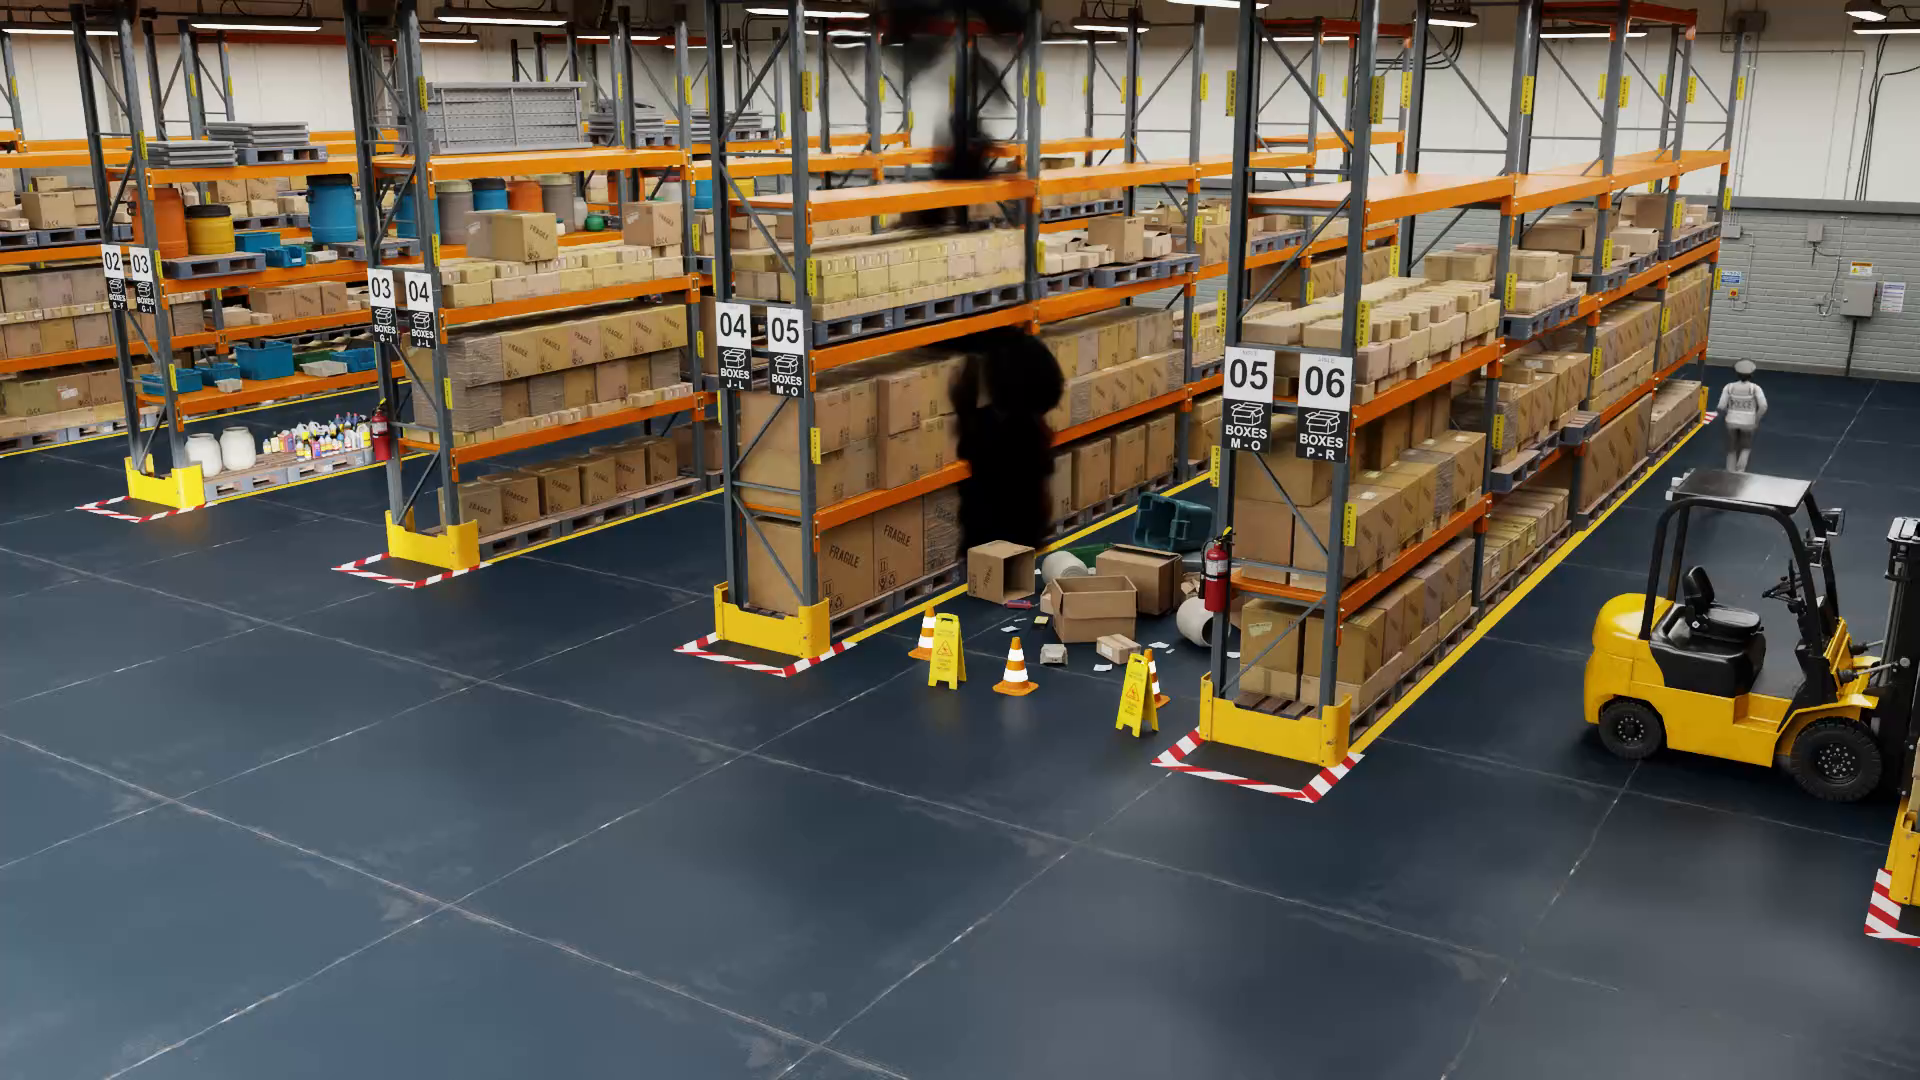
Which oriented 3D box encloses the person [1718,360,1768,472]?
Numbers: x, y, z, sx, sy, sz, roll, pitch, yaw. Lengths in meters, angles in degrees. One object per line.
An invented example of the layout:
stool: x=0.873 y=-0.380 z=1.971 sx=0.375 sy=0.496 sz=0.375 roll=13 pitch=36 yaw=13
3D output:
person: x=10.088 y=-1.491 z=21.475 sx=0.596 sy=1.676 sz=0.509 roll=9 pitch=18 yaw=29
